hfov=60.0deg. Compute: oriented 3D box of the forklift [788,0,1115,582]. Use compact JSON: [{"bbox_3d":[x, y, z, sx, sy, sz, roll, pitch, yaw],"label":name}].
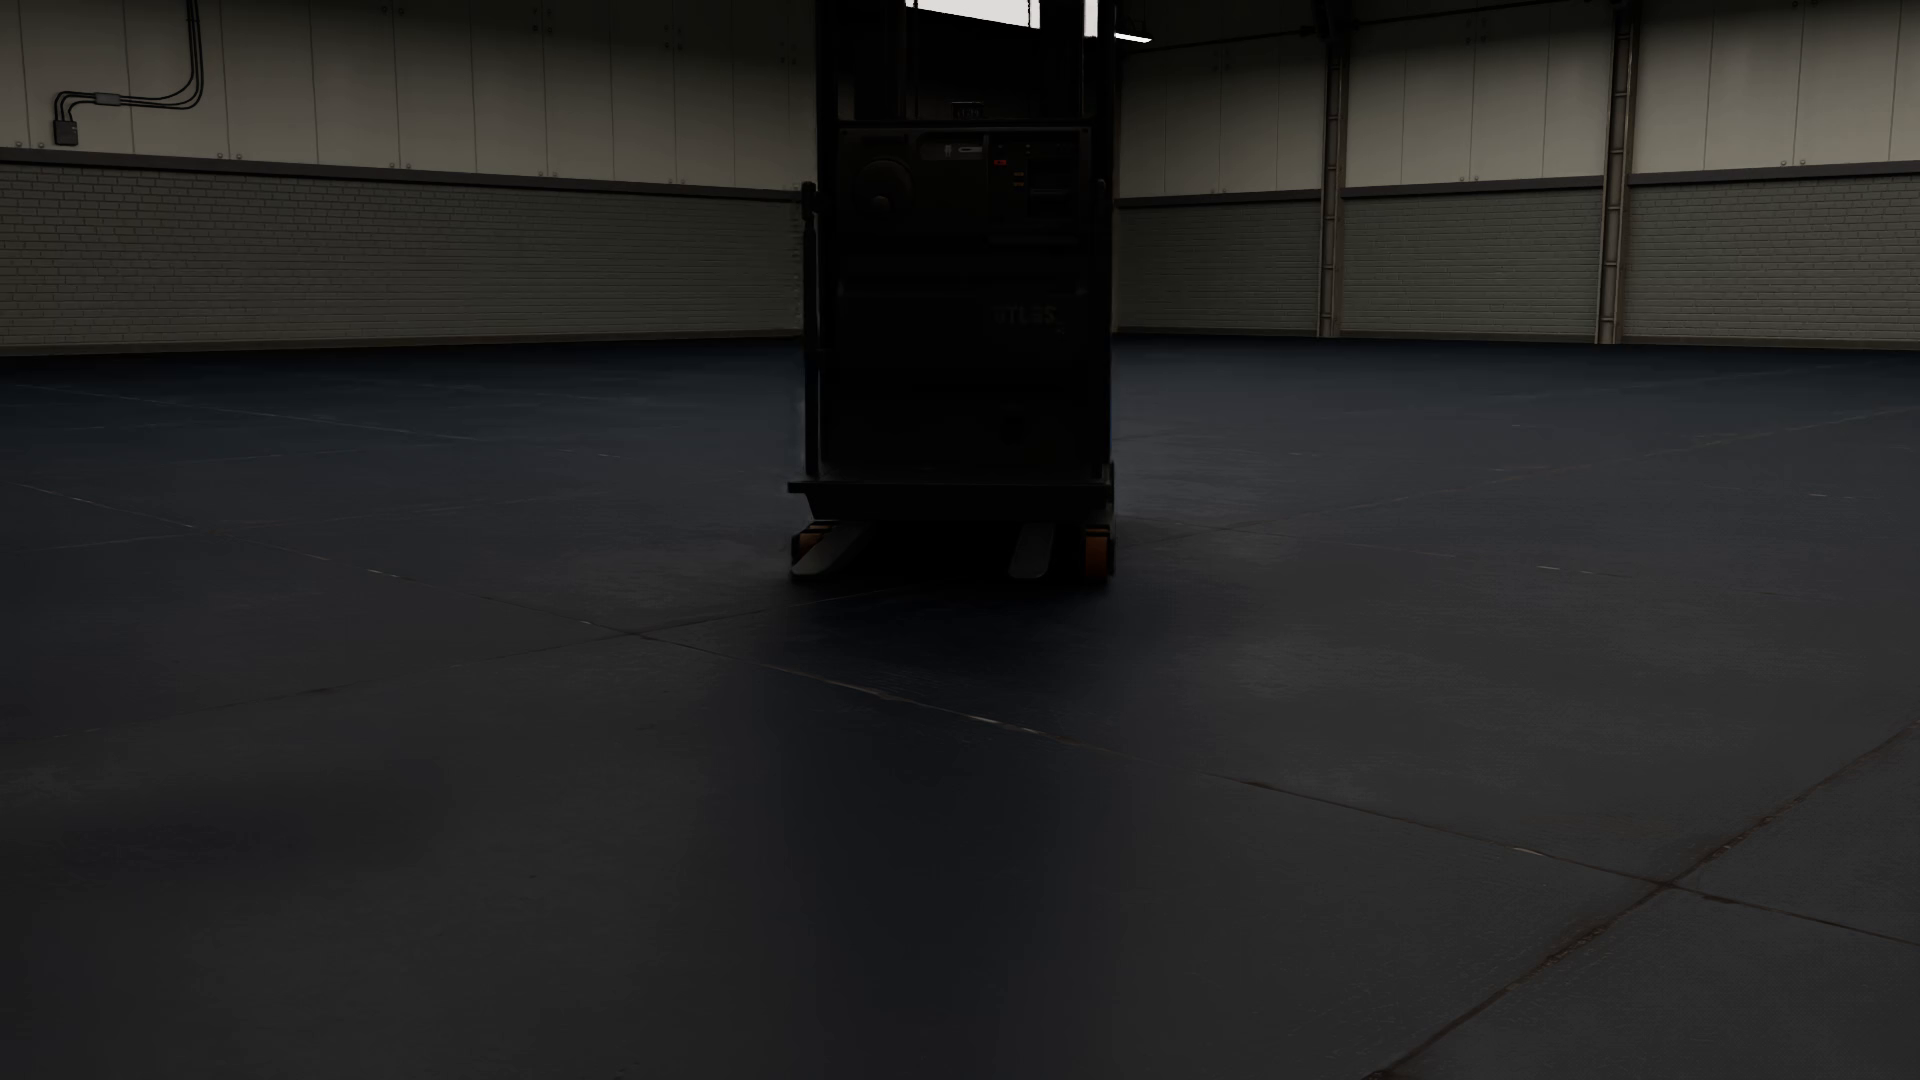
[{"bbox_3d":[-0.002,-1.353,5.858,1.130,2.935,3.031,1,9,5],"label":"forklift"}]
